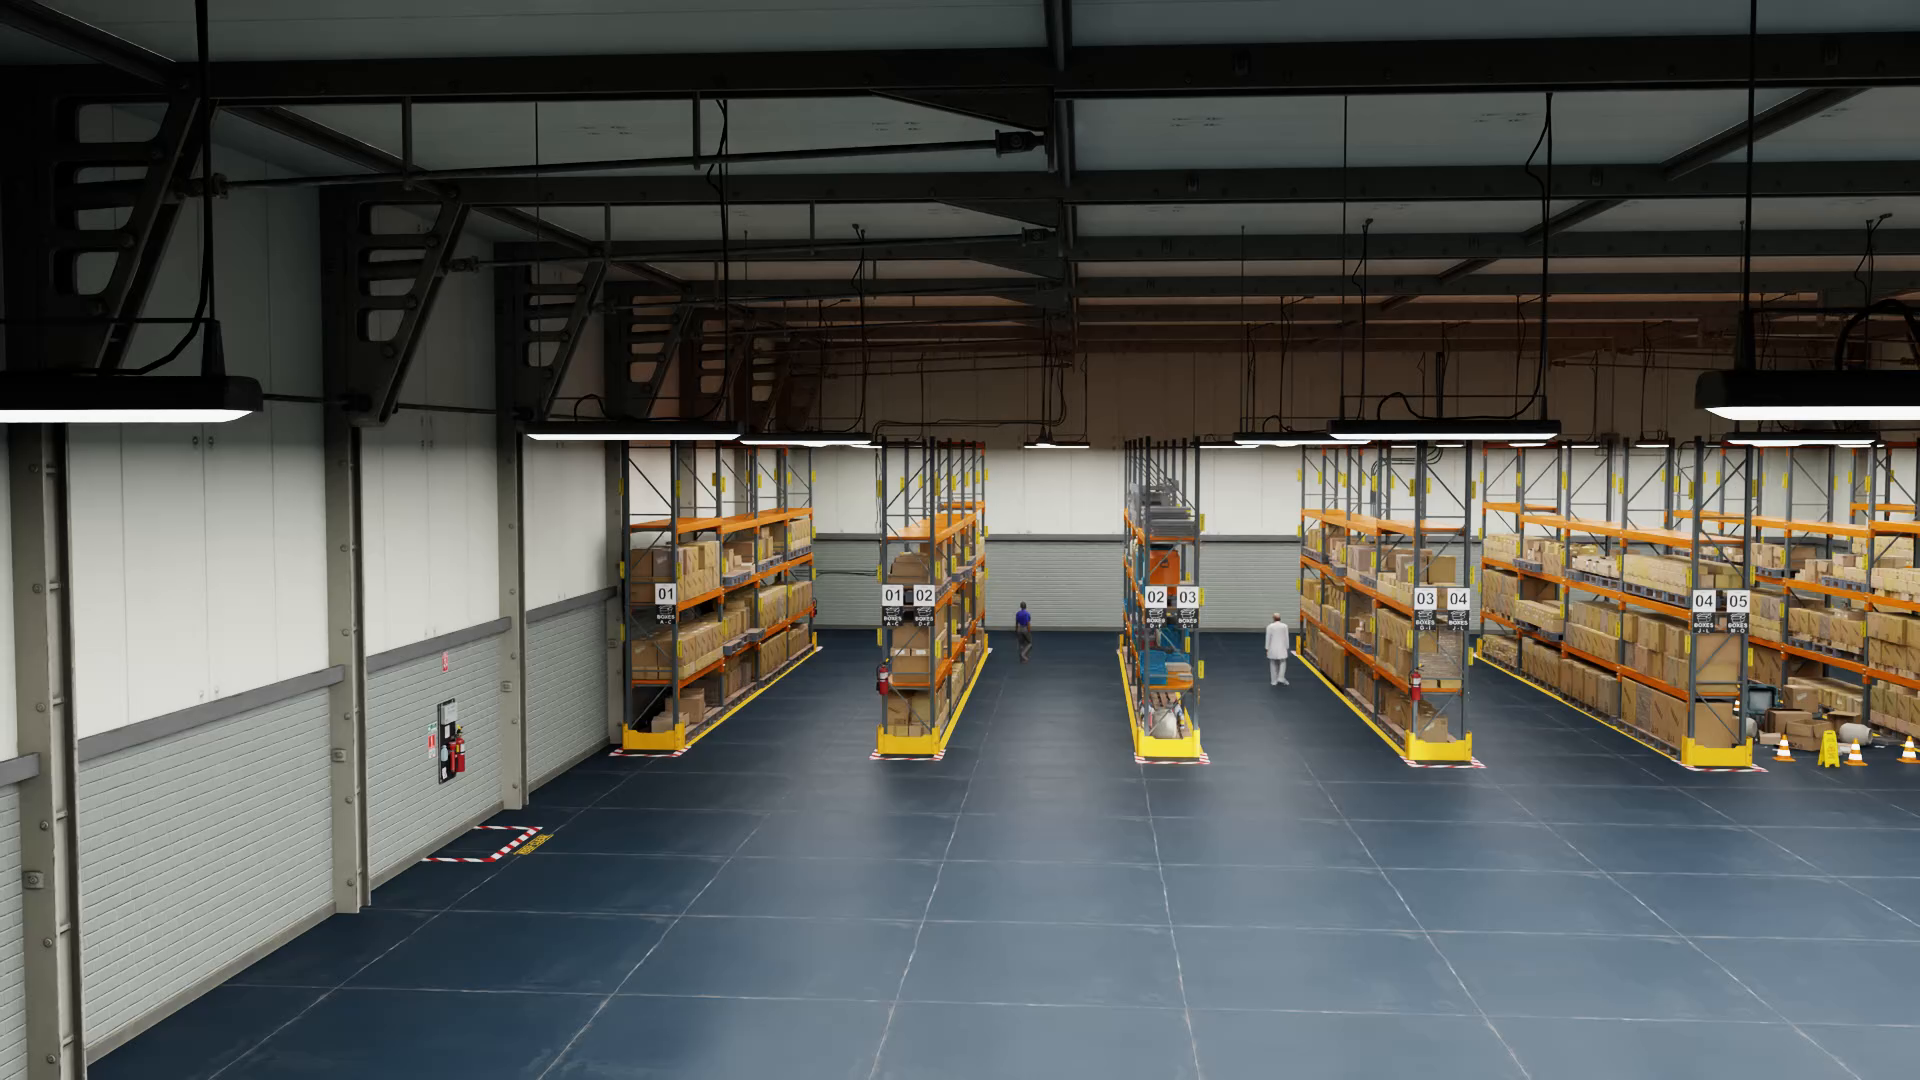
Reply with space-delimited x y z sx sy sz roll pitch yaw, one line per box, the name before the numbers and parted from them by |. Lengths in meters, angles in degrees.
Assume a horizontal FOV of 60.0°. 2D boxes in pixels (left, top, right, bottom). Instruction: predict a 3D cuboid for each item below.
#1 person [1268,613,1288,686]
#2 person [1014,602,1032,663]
person | 7.710 2.663 40.748 0.561 1.774 0.729 -1 3 -24
person | 1.707 2.500 44.983 0.515 1.665 0.495 -1 3 -25
